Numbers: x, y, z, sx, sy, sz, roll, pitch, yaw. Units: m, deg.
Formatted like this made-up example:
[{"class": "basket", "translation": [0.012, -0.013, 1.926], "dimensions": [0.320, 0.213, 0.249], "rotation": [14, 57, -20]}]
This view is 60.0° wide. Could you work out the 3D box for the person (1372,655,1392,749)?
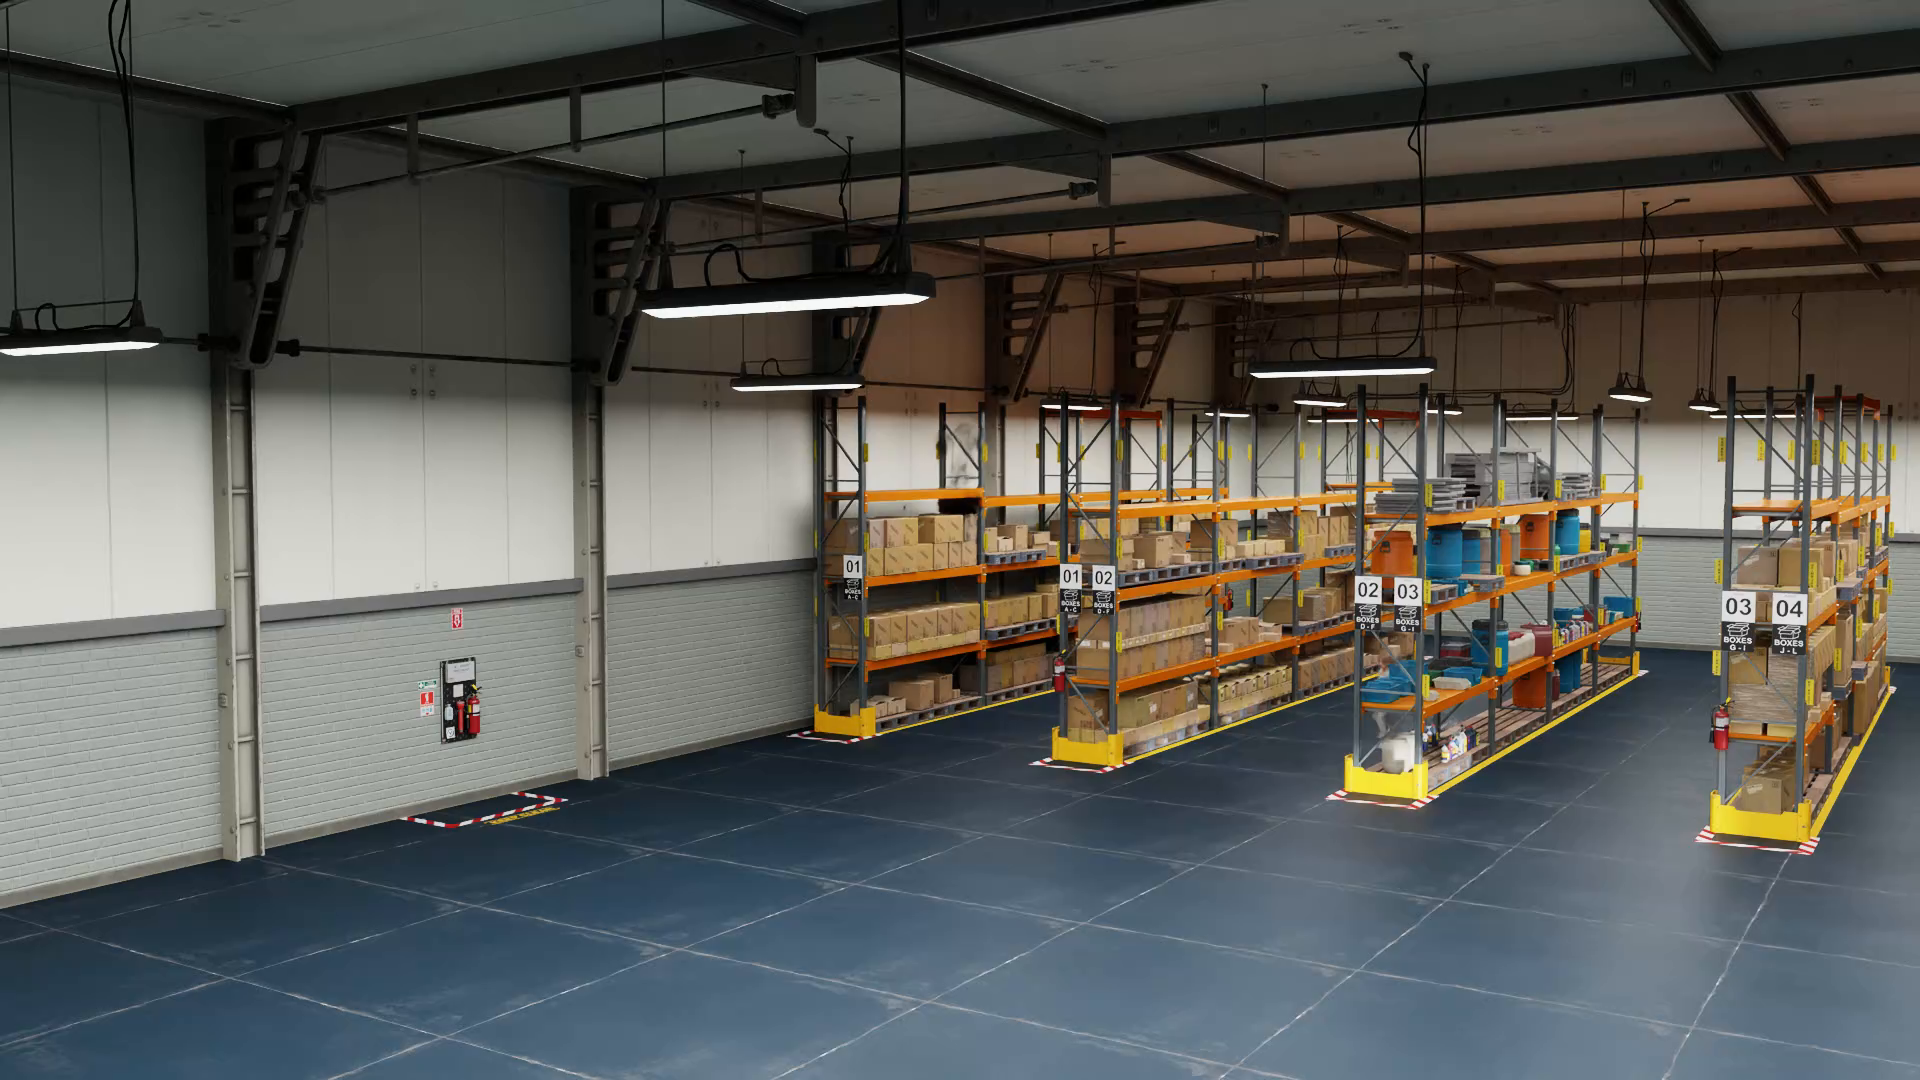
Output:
[{"class": "person", "translation": [7.268, 2.751, 28.396], "dimensions": [0.626, 1.589, 0.743], "rotation": [-1, 3, -25]}]
